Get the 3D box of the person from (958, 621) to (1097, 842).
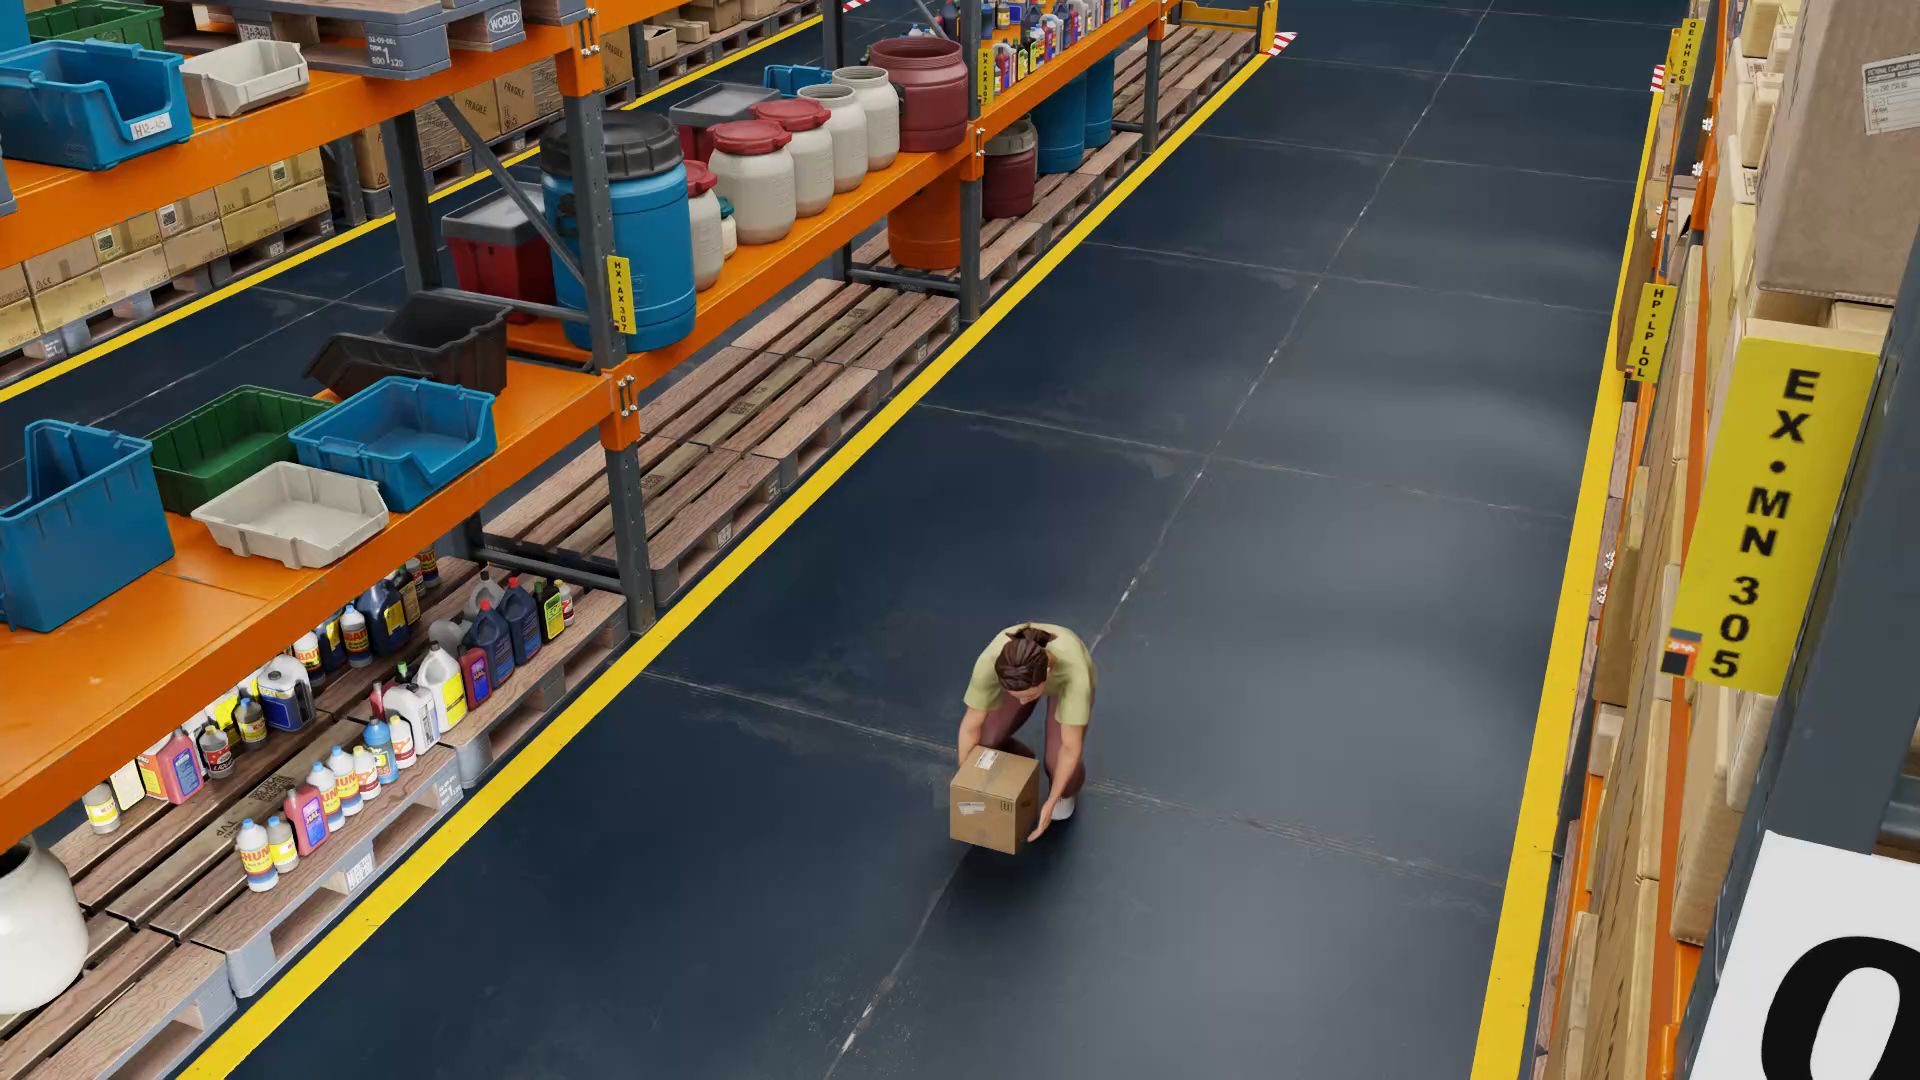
[{"bbox_3d":[0.286,0.644,6.225,0.491,0.962,0.792,11,32,19],"label":"person"}]
